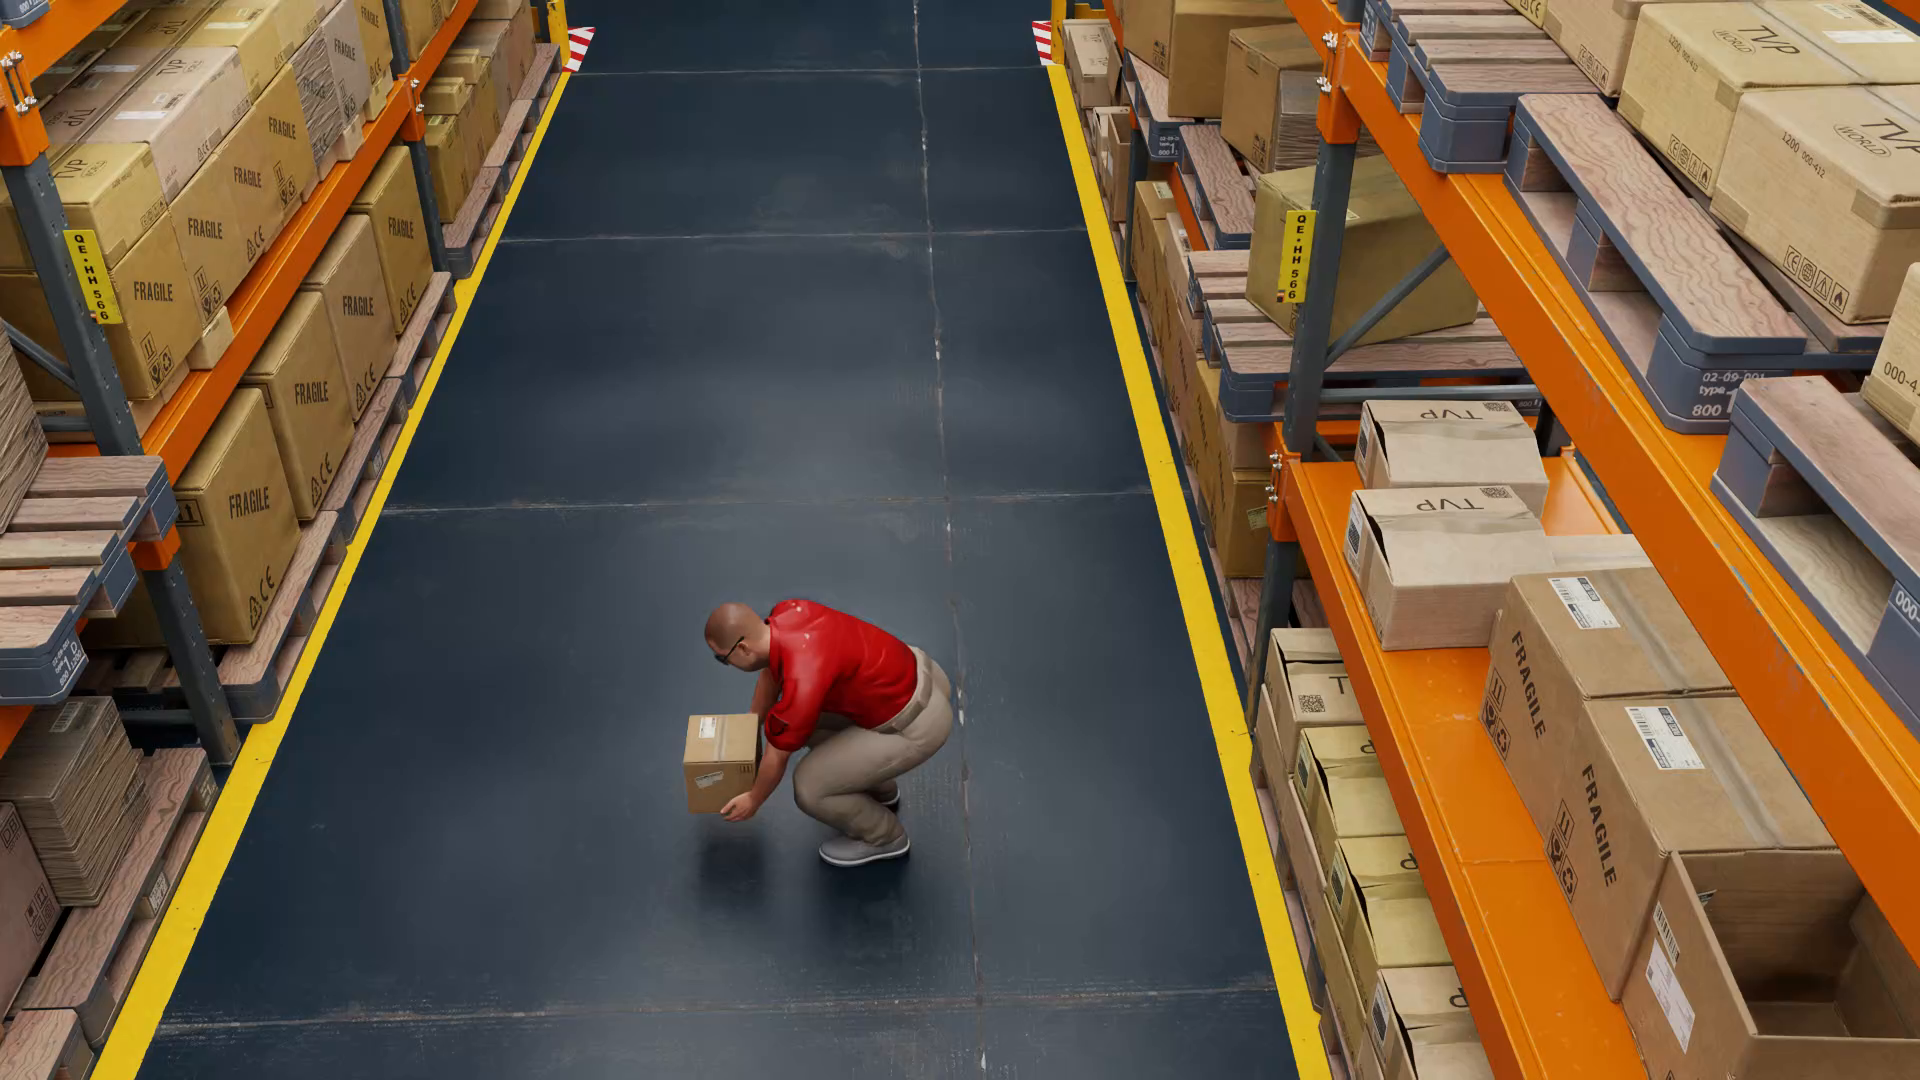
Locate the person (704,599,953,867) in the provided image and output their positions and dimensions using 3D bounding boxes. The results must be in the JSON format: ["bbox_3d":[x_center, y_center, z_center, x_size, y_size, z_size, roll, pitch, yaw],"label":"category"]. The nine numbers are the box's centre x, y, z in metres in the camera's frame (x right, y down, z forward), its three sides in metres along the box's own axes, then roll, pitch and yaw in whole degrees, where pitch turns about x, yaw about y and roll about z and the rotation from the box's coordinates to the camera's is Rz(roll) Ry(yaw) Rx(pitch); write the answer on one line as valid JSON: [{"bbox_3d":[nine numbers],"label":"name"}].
[{"bbox_3d":[-0.447,0.643,5.815,0.846,1.077,0.568,-2,35,-2],"label":"person"}]
